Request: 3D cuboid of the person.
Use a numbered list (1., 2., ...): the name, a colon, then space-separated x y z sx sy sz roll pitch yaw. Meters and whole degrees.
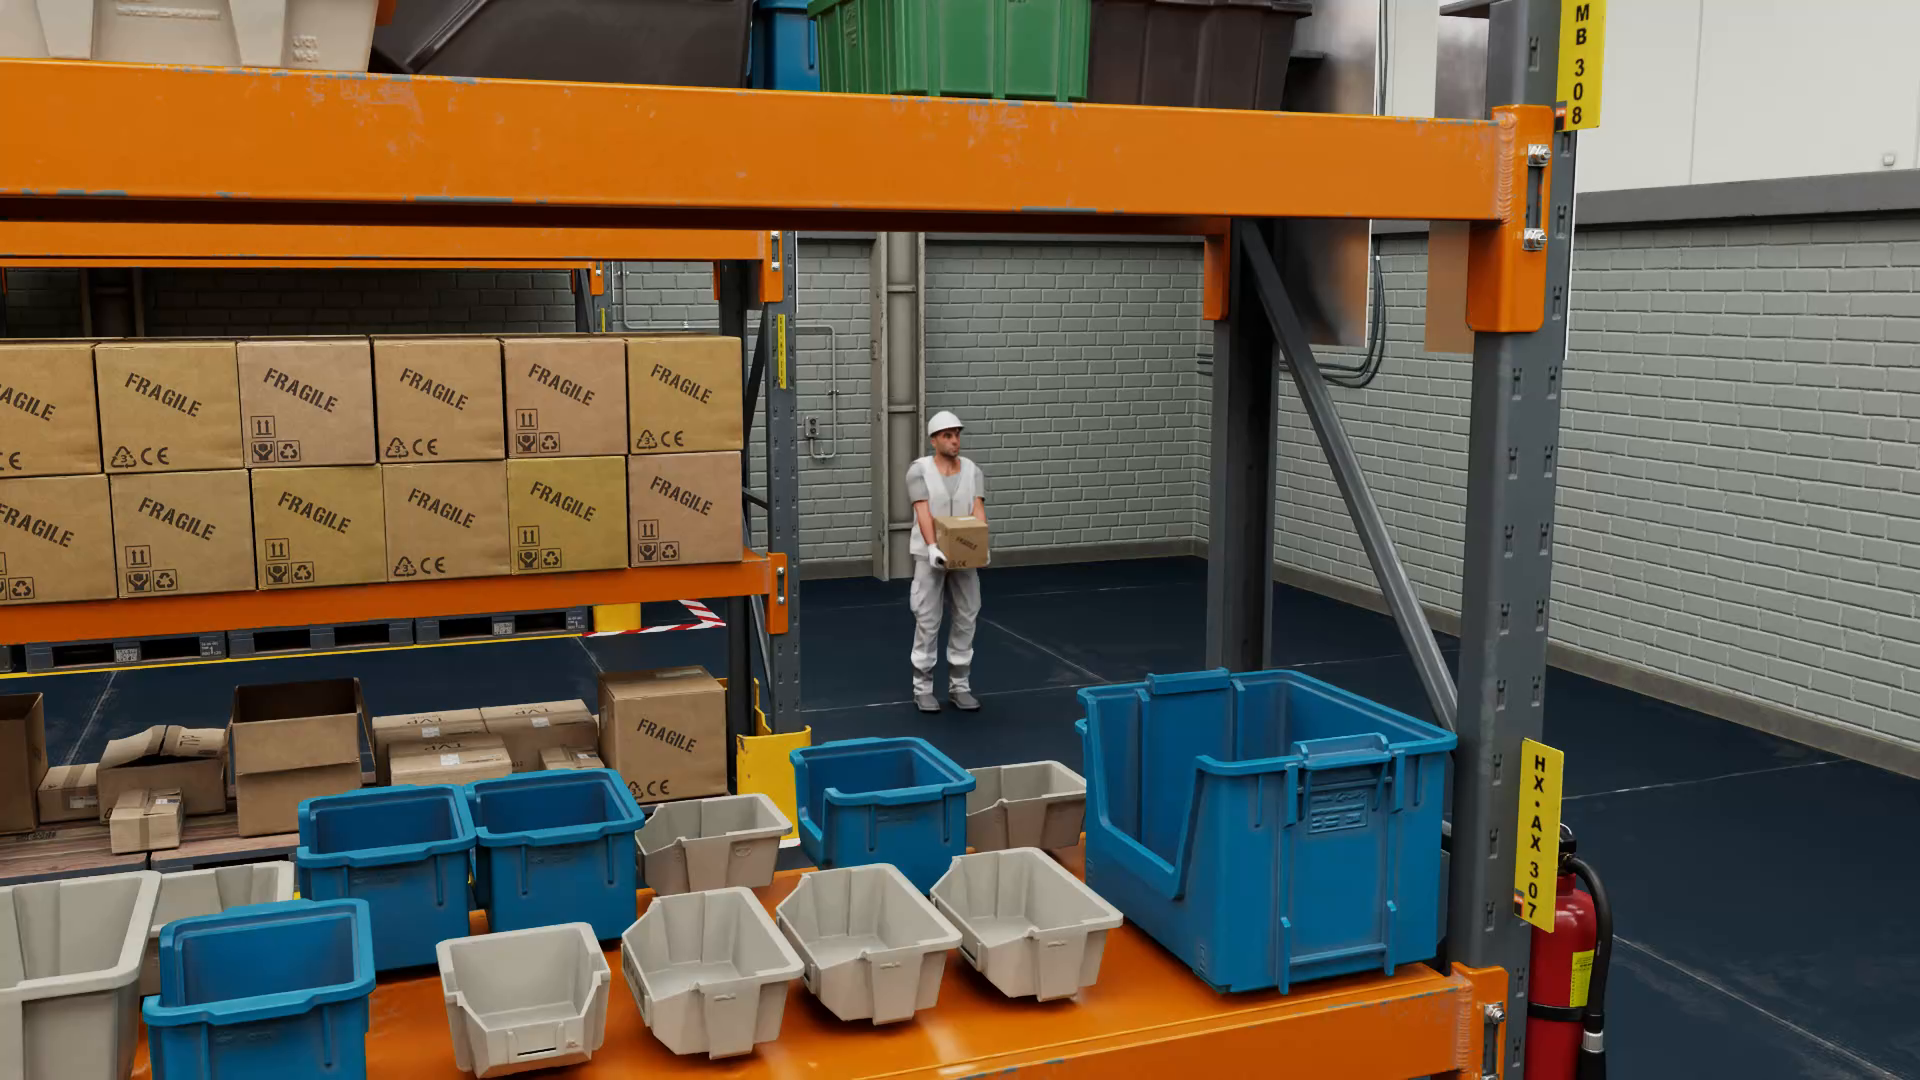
1. person: -0.046 0.134 9.907 0.495 1.786 0.559 -3 9 -21
